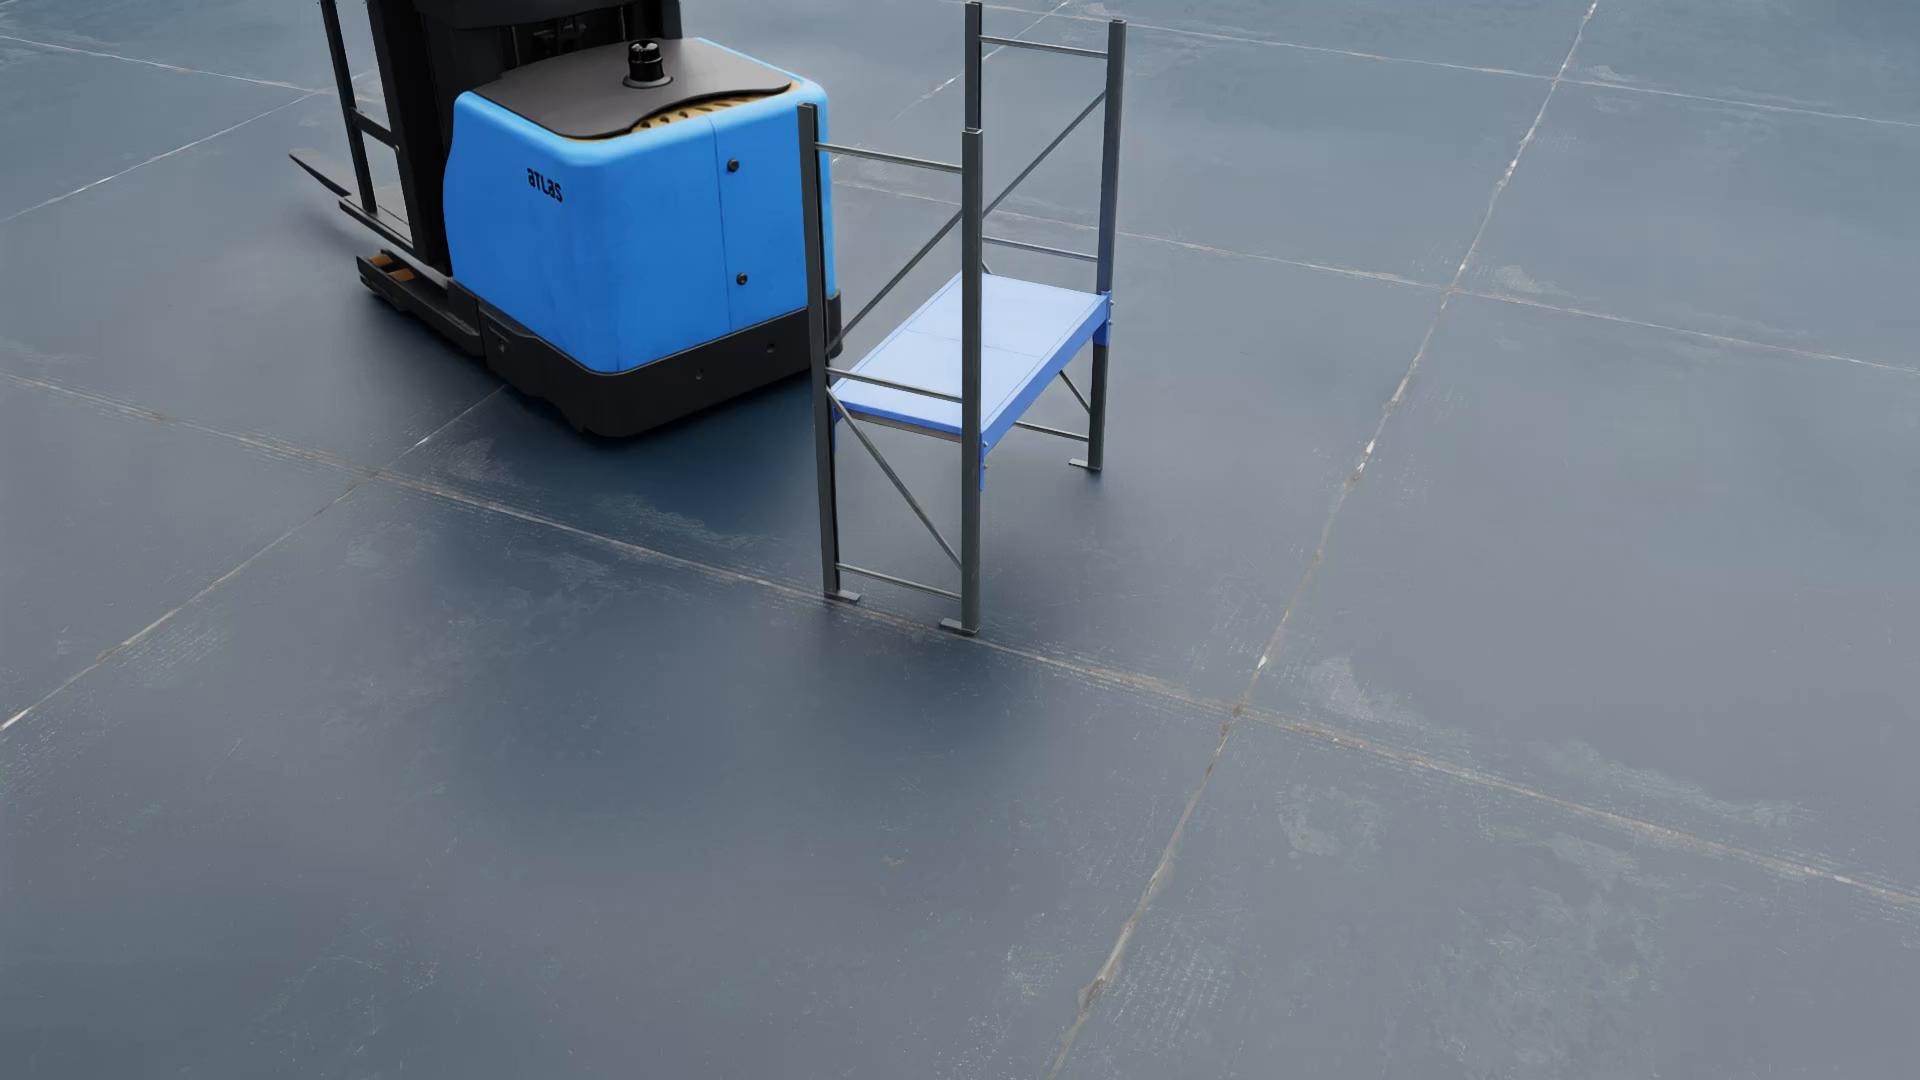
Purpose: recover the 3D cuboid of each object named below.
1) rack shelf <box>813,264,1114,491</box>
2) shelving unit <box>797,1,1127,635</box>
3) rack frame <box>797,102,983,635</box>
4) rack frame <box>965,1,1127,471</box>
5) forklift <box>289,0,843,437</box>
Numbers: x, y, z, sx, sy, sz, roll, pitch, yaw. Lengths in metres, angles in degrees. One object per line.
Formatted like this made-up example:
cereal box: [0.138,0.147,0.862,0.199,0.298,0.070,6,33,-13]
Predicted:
rack shelf: [0.036,-0.519,5.002,0.538,0.185,1.000,14,36,20]
shelving unit: [0.036,-0.670,4.904,0.538,1.500,1.048,14,36,20]
rack frame: [-0.177,-0.417,4.517,0.500,1.500,0.032,14,36,20]
rack frame: [0.248,-0.923,5.290,0.500,1.500,0.032,14,36,20]
forklift: [-1.789,-2.302,6.087,1.130,2.935,3.031,-26,41,-34]
